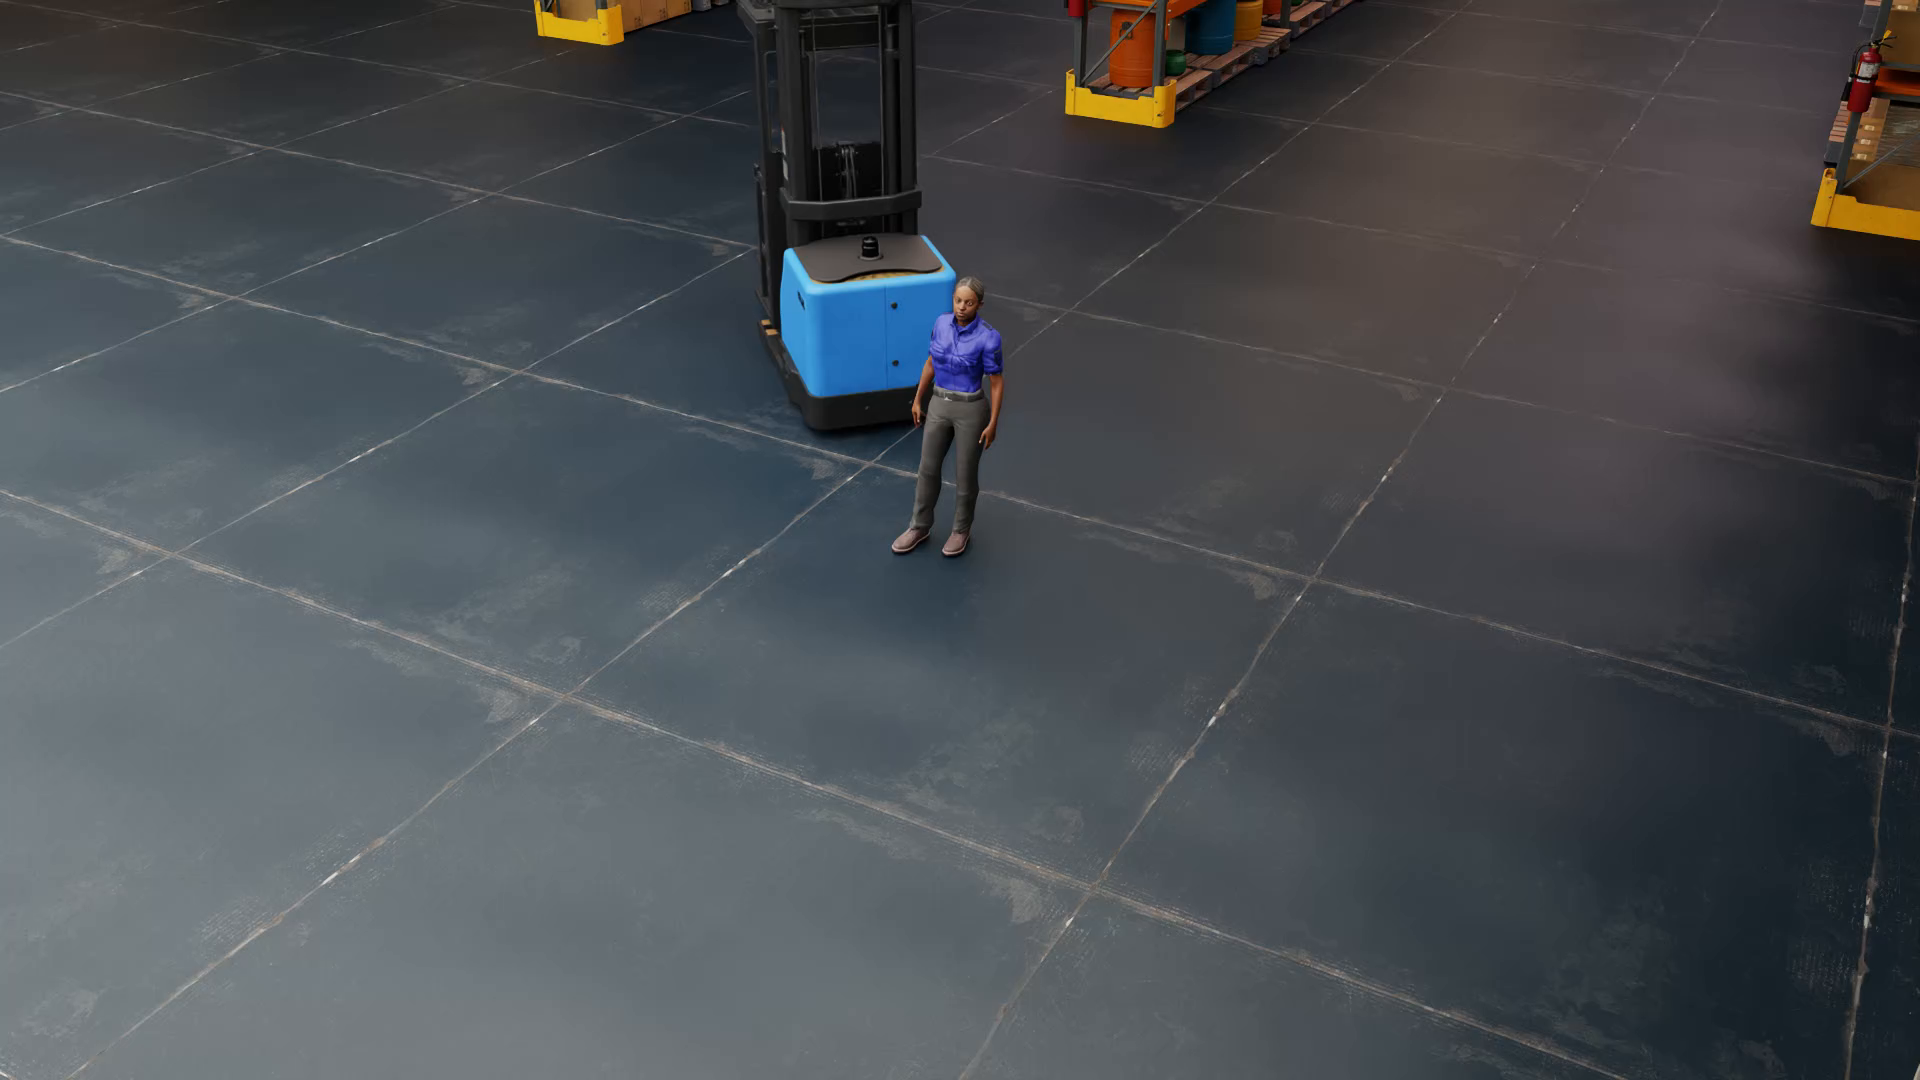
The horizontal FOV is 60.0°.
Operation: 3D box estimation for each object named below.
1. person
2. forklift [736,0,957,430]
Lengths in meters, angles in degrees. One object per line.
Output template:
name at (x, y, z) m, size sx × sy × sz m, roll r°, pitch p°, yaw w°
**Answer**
person at (-0.060, -0.690, 9.527) m, size 0.569 × 1.655 × 0.504 m, roll 15°, pitch 33°, yaw 25°
forklift at (-0.910, -2.730, 11.800) m, size 1.130 × 2.935 × 3.031 m, roll -8°, pitch 31°, yaw -14°
